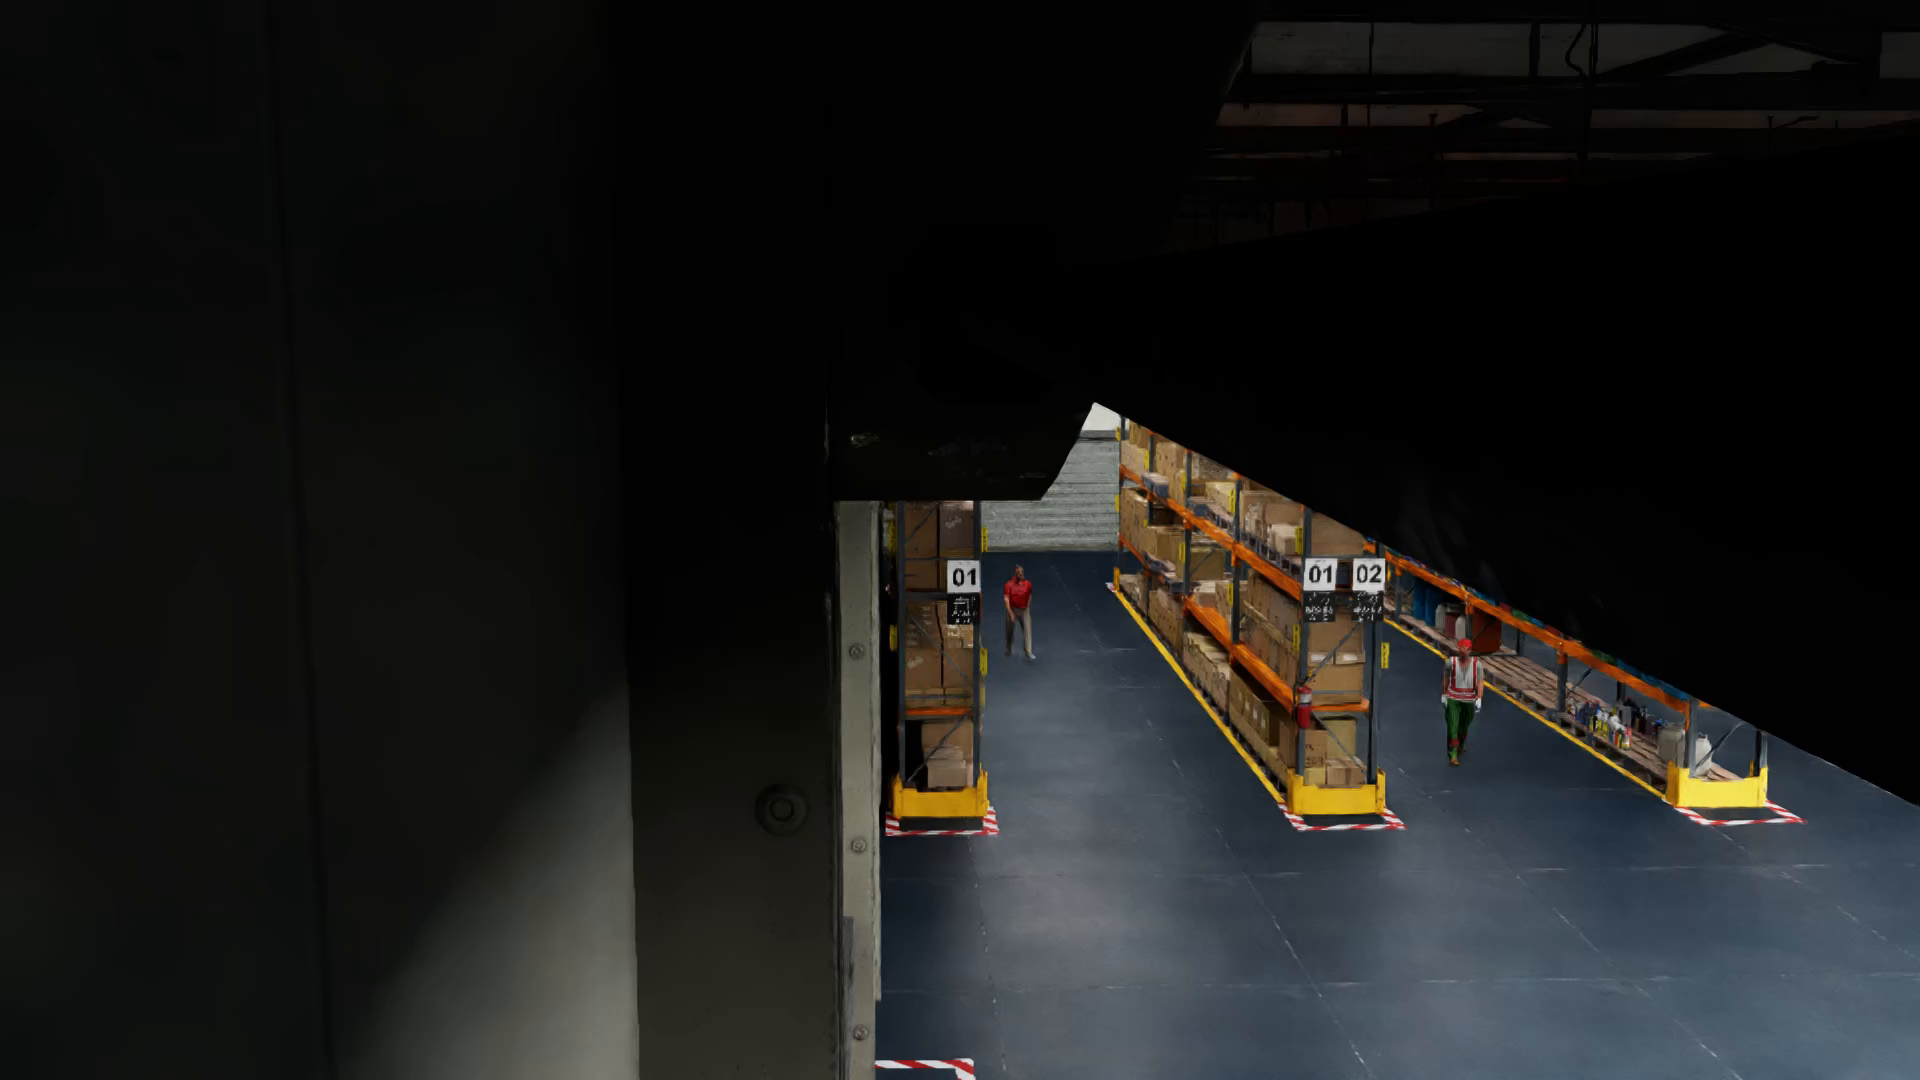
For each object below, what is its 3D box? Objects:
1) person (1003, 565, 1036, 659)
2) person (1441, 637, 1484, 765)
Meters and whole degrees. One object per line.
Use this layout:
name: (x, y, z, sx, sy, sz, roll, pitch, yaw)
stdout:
person: (1.019, 1.264, 29.459, 0.536, 1.656, 1.036, -2, 8, -10)
person: (6.913, 2.187, 22.848, 0.531, 1.728, 1.036, 1, 8, 6)
